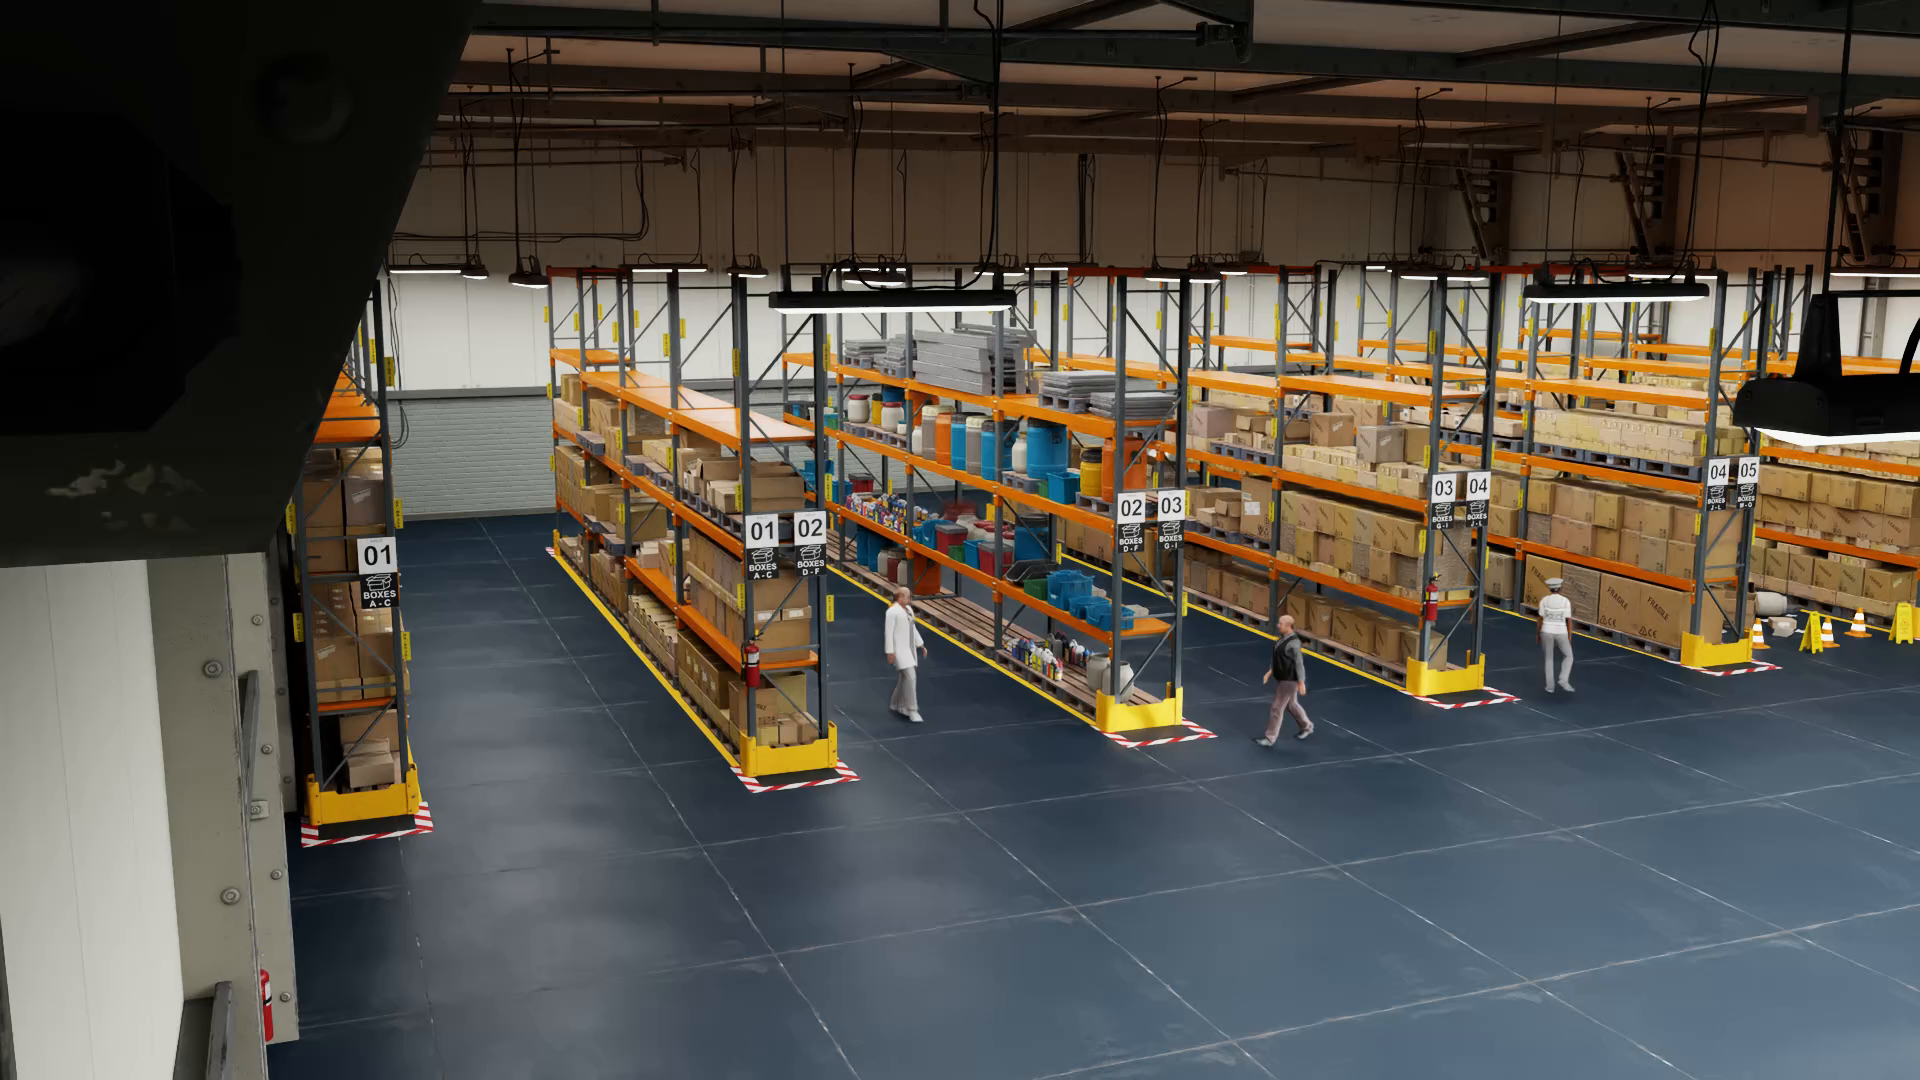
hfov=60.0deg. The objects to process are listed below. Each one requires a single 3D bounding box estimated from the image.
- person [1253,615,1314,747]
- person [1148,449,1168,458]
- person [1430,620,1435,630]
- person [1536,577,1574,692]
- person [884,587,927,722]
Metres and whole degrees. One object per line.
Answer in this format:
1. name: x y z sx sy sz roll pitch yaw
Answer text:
1. person: 4.199 1.805 21.488 0.926 1.694 0.564 -1 10 -7
2. person: 4.911 -1.686 41.229 0.543 1.726 0.940 7 12 36
3. person: 7.834 0.697 27.933 0.566 1.655 0.497 0 10 1
4. person: 8.585 1.392 23.930 0.568 1.658 0.466 4 11 22
5. person: -0.715 1.561 22.736 0.645 1.842 0.611 5 11 25
